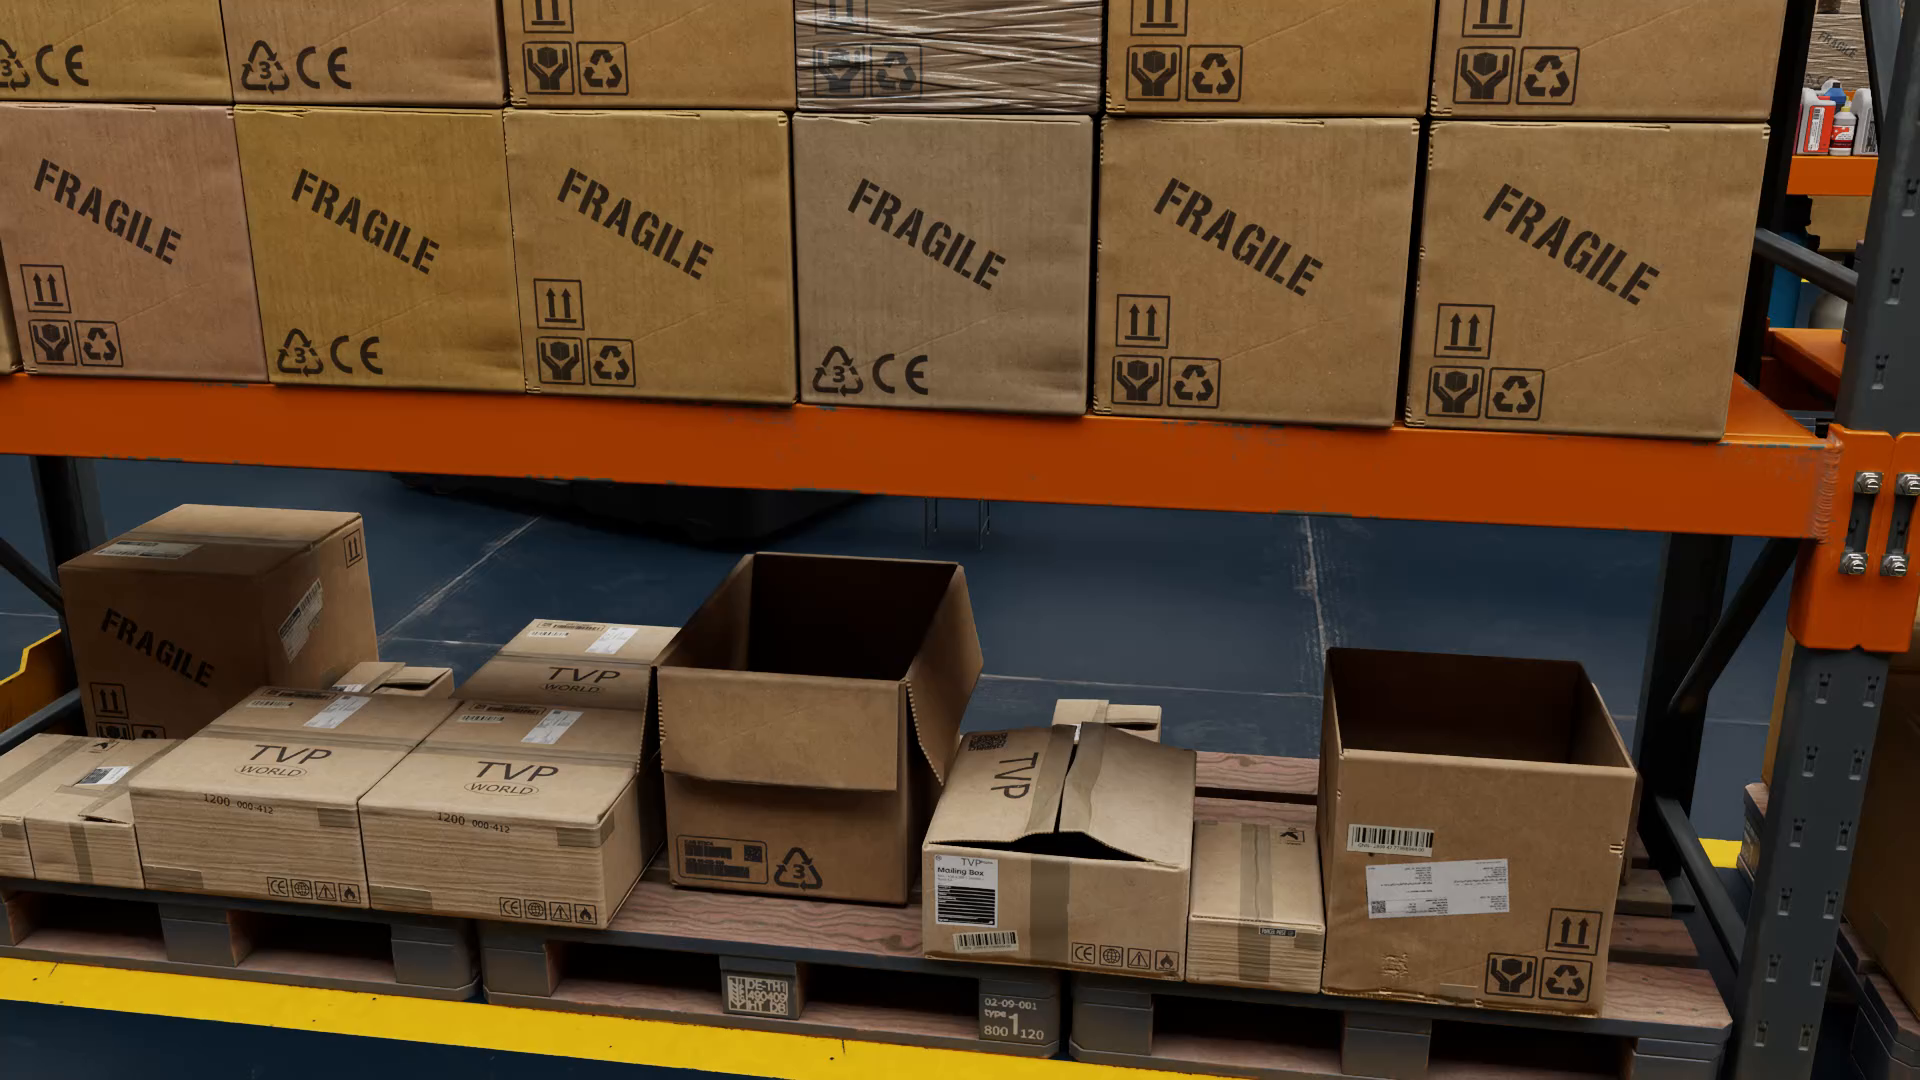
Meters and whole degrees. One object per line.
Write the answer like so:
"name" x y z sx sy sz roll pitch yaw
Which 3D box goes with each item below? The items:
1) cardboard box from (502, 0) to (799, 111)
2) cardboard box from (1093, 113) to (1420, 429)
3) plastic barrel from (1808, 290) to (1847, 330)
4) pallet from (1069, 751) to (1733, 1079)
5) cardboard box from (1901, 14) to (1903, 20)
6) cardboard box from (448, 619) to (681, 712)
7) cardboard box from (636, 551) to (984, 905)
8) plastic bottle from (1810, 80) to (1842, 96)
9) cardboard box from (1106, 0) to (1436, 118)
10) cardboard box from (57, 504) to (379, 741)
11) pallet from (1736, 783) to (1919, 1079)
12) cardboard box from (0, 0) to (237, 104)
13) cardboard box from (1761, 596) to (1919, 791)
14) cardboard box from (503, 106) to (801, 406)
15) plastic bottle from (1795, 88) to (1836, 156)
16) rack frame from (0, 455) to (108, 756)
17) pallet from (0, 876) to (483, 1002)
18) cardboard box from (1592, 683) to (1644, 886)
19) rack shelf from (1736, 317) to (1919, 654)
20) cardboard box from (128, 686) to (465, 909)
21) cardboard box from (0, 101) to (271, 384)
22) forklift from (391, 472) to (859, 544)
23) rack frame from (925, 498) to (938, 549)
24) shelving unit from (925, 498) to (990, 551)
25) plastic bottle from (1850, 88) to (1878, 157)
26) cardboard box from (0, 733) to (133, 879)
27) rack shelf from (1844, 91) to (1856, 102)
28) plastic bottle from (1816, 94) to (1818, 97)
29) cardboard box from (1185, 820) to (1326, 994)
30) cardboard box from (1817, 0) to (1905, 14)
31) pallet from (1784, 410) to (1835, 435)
"cardboard box" -0.479 -1.036 2.938 0.500 0.500 0.500 3 19 8
"cardboard box" 0.519 -0.512 2.947 0.500 0.500 0.500 3 19 10
"plastic barrel" 4.128 -0.940 7.644 0.421 0.512 0.421 0 18 0
"pallet" 0.884 0.794 3.598 1.213 0.211 1.003 3 19 9
"cardboard box" 6.560 -3.390 11.551 0.500 0.500 0.500 4 19 10
"cardboard box" -0.878 0.408 3.998 0.500 0.250 0.500 3 19 9
"cardboard box" -0.294 0.388 3.656 0.637 0.503 0.797 3 19 9
"plastic bottle" 4.012 -2.006 7.766 0.135 0.276 0.152 3 19 9
"cardboard box" 0.515 -0.985 2.785 0.500 0.500 0.500 3 19 8
"cardboard box" -1.811 0.232 4.129 0.500 0.500 0.500 3 19 9
"pallet" 2.371 0.858 3.407 1.213 0.211 1.003 3 19 9
"cardboard box" -1.474 -1.088 3.094 0.500 0.500 0.500 3 19 9
"cardboard box" 2.095 0.418 3.573 0.500 0.500 0.500 3 19 8
"cardboard box" -0.492 -0.561 3.096 0.500 0.500 0.500 3 19 9
"plastic bottle" 3.662 -1.797 7.143 0.135 0.276 0.152 3 19 9
"rack frame" -2.387 -0.695 3.653 0.127 3.000 1.000 3 19 9
"pallet" -1.525 0.671 3.965 1.213 0.211 1.003 3 19 9
"cardboard box" 1.182 0.484 3.674 0.500 0.311 0.500 3 19 9
"rack shelf" 3.537 -0.052 2.865 4.000 0.370 1.077 3 19 9
"cardboard box" -1.402 0.542 3.597 0.500 0.250 0.500 3 19 9
"cardboard box" -1.481 -0.613 3.251 0.500 0.500 0.500 3 19 8
"forklift" -1.785 -1.705 6.781 3.031 2.935 1.130 11 21 29
"rack frame" -0.108 -0.432 6.177 0.006 0.900 0.240 3 19 9
"shelving unit" -0.008 -0.427 6.162 0.210 0.900 0.258 3 19 9
"plastic bottle" 3.891 -1.786 7.108 0.135 0.276 0.152 3 19 9
"cardboard box" -2.028 0.577 3.651 0.250 0.149 0.380 3 19 9
"rack shelf" 5.112 -3.155 12.140 4.000 0.370 1.077 3 19 9
"plastic bottle" 3.686 -1.845 7.286 0.135 0.276 0.152 3 19 9
"cardboard box" 0.575 0.710 3.255 0.250 0.149 0.380 3 19 9
"cardboard box" 6.367 -3.961 11.675 0.637 0.503 0.797 4 19 11
"pallet" 4.315 -0.611 7.795 1.213 0.211 1.003 3 19 9
